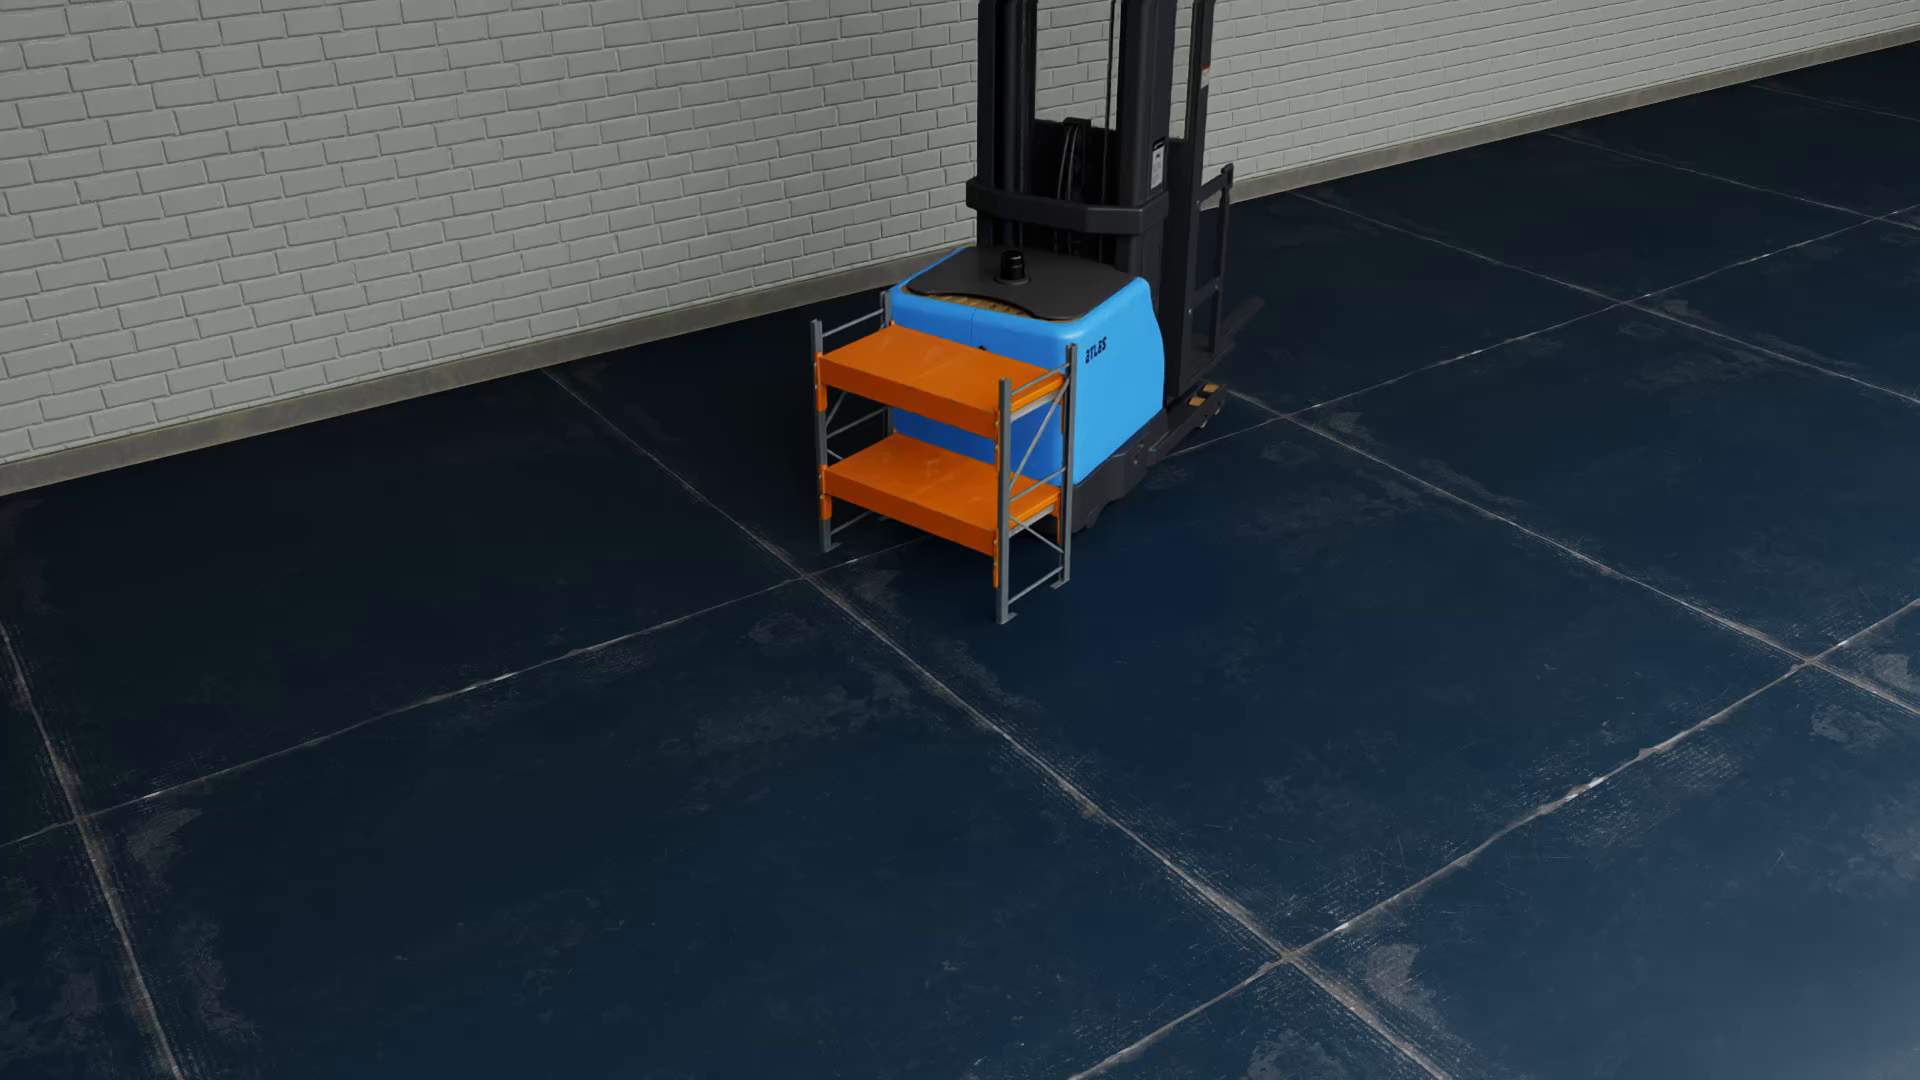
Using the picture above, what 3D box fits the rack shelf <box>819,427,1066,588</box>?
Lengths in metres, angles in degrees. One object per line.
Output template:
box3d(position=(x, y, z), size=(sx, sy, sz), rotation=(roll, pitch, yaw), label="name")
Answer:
box3d(position=(-0.078, -0.163, 7.384), size=(1.000, 0.278, 0.538), rotation=(21, 35, 33), label="rack shelf")

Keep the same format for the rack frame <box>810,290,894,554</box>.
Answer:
box3d(position=(-0.476, -0.529, 7.545), size=(0.032, 1.125, 0.500), rotation=(21, 35, 33), label="rack frame")

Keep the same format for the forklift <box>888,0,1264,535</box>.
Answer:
box3d(position=(0.786, -1.979, 8.323), size=(1.130, 2.935, 3.031), rotation=(15, 32, 25), label="forklift")

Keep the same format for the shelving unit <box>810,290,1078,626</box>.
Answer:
box3d(position=(-0.078, -0.378, 7.267), size=(1.048, 1.125, 0.538), rotation=(21, 35, 33), label="shelving unit")

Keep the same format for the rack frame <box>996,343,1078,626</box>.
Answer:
box3d(position=(0.321, -0.227, 6.990), size=(0.032, 1.125, 0.500), rotation=(21, 35, 33), label="rack frame")

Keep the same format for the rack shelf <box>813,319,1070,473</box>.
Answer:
box3d(position=(-0.078, -0.635, 7.128), size=(1.000, 0.278, 0.538), rotation=(21, 35, 33), label="rack shelf")
